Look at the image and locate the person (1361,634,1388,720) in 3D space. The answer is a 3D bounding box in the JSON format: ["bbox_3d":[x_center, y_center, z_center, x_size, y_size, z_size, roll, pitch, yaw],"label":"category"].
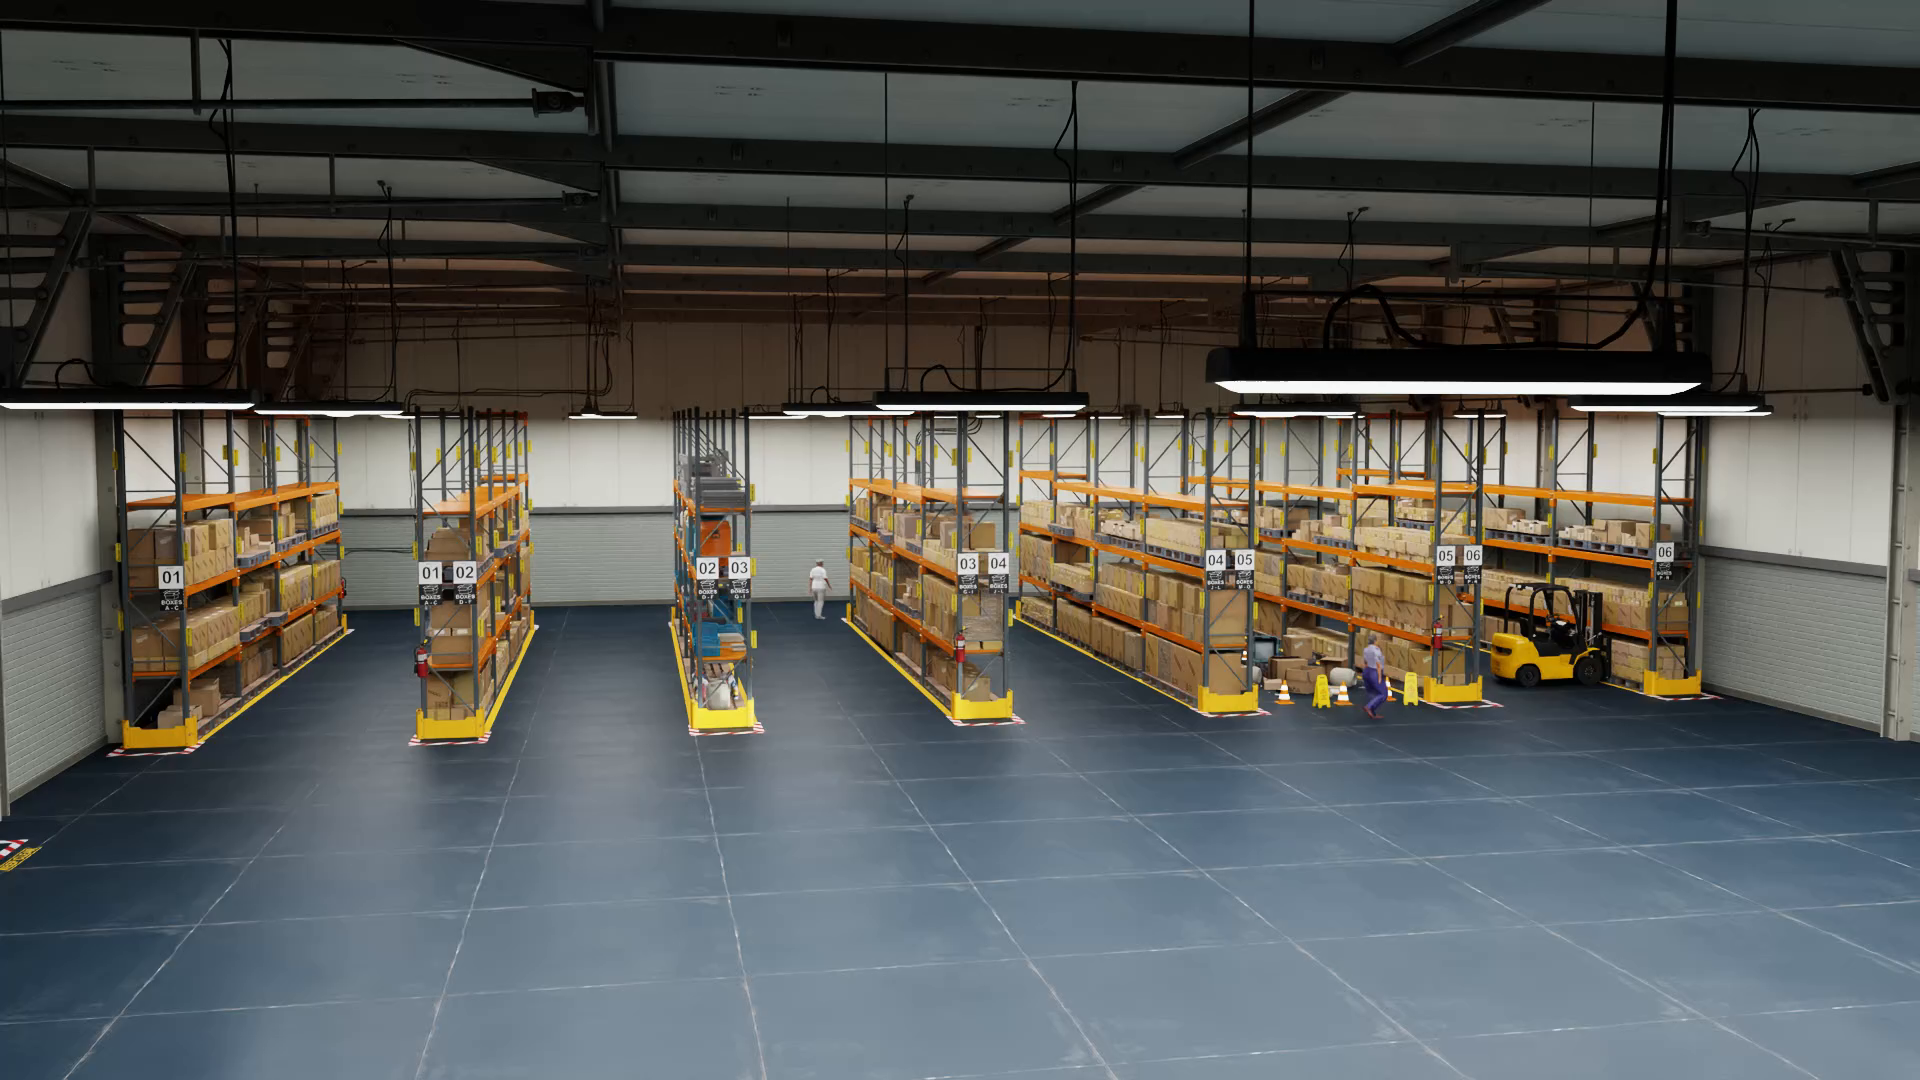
[{"bbox_3d":[7.884,2.625,31.821,0.547,1.640,0.518,-2,4,-24],"label":"person"}]

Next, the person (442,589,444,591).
[{"bbox_3d":[-14.118,1.698,44.849,0.514,1.677,0.449,2,5,31],"label":"person"}]

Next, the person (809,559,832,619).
[{"bbox_3d":[-4.077,1.417,48.245,0.587,1.750,0.654,3,5,33],"label":"person"}]
